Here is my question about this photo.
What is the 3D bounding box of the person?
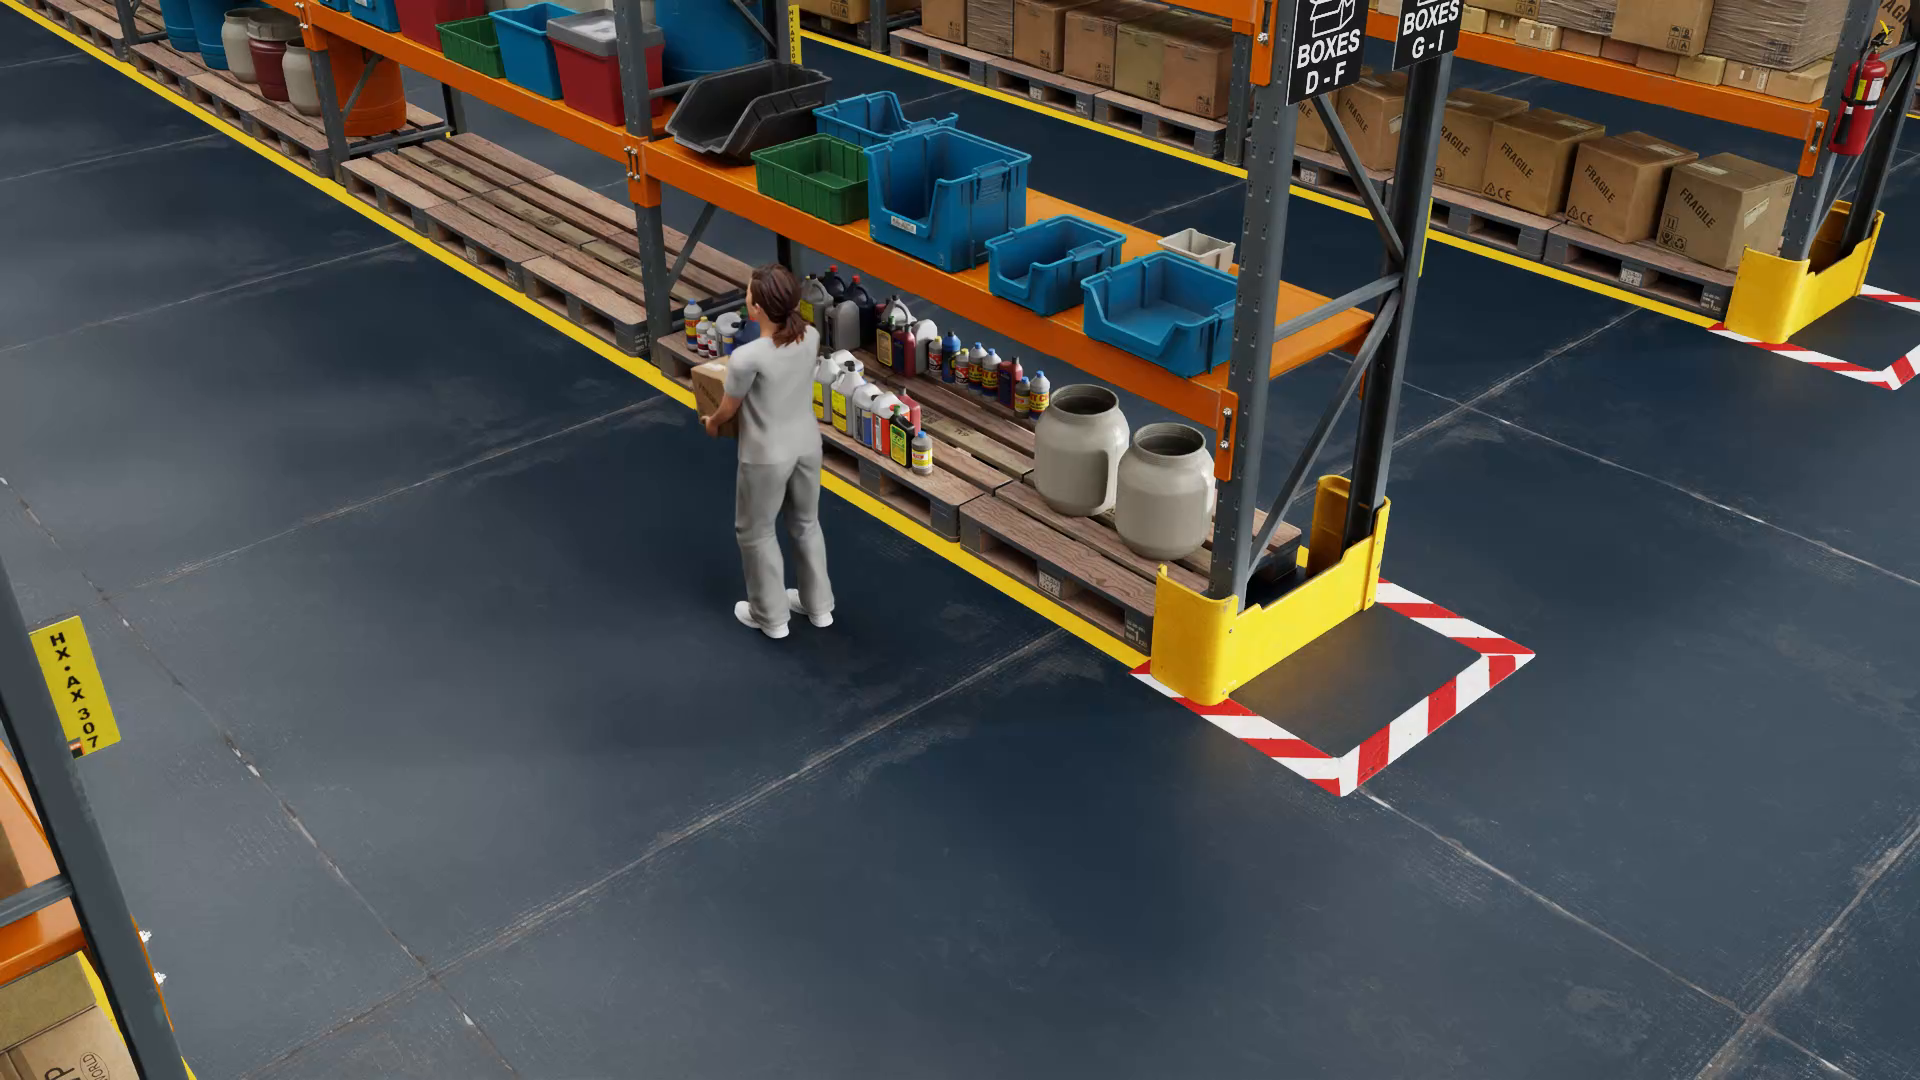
[{"bbox_3d":[-0.778,-0.365,6.736,0.434,1.667,0.548,-26,40,-35],"label":"person"}]
